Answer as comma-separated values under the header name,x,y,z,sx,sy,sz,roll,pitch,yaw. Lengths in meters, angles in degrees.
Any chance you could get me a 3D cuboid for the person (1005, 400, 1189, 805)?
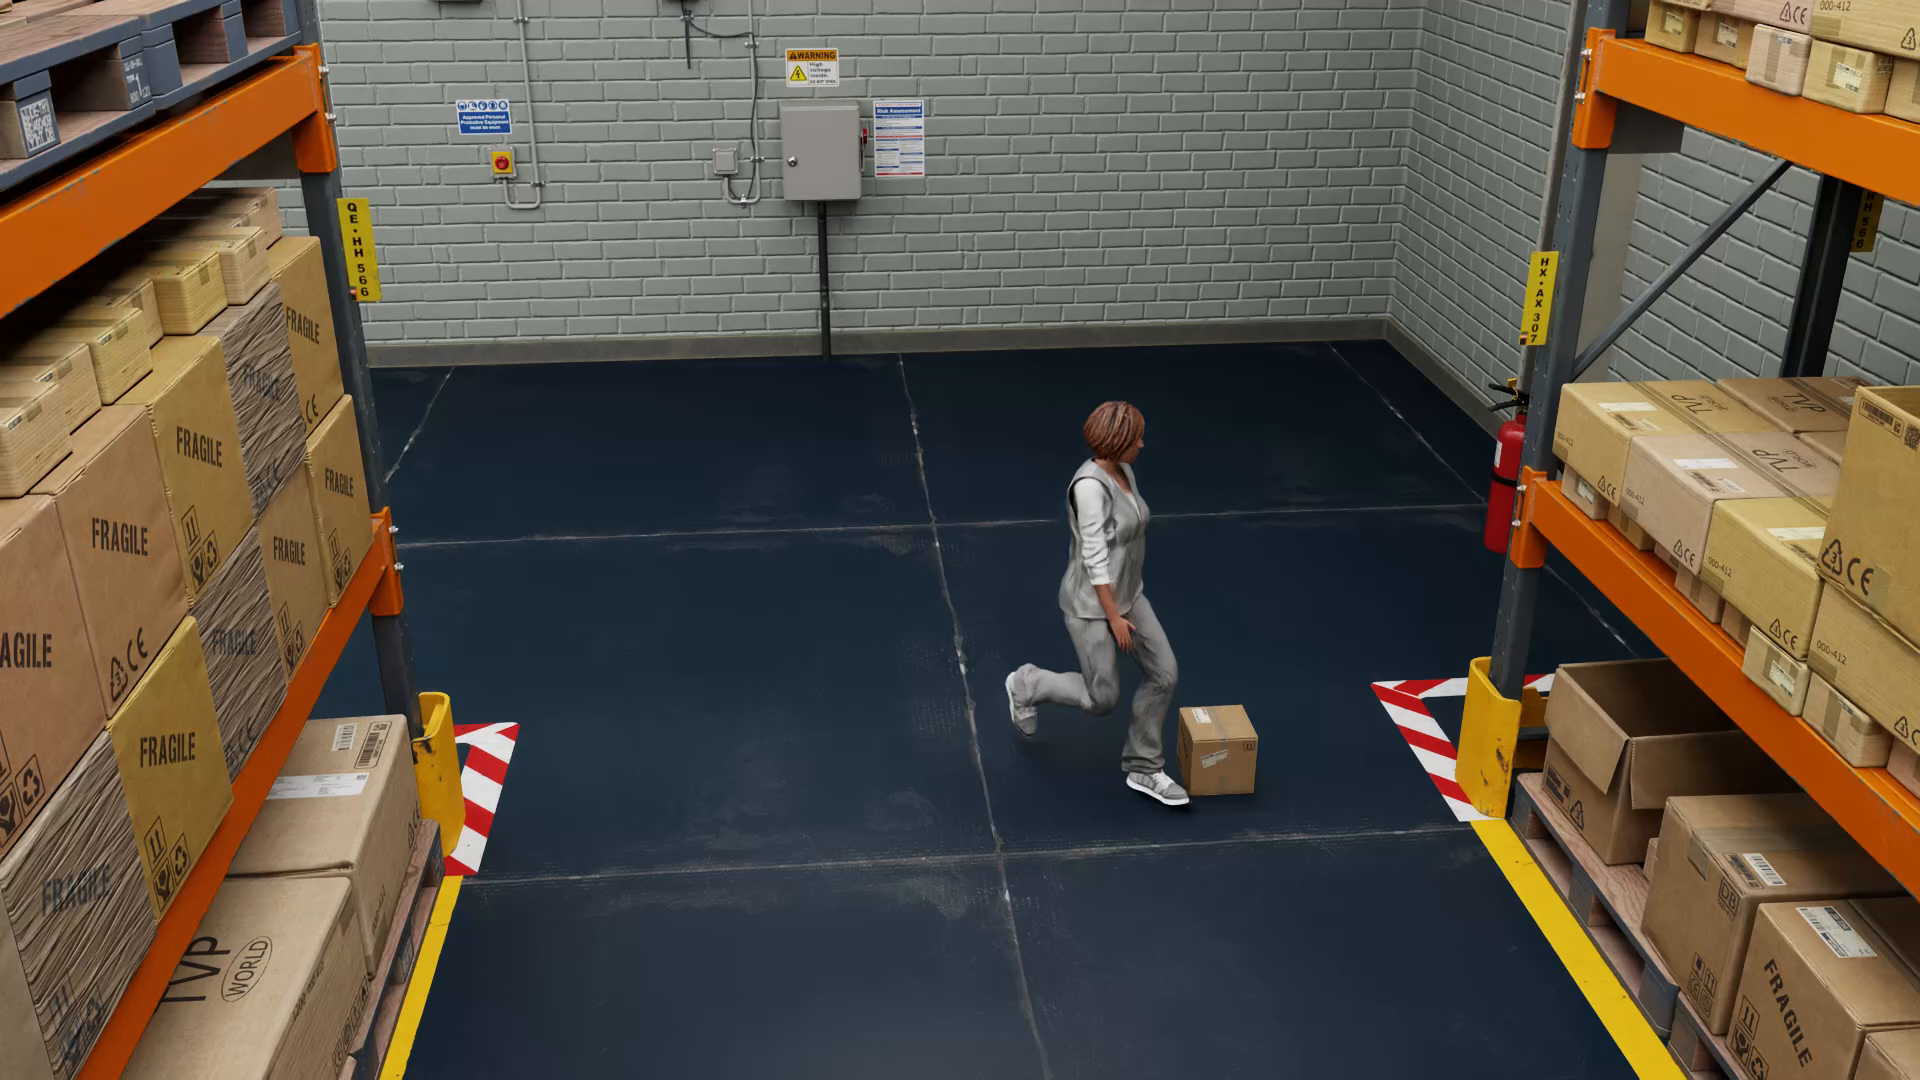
name,x,y,z,sx,sy,sz,roll,pitch,yaw
person,0.555,0.216,6.222,0.799,1.512,0.422,14,28,28
